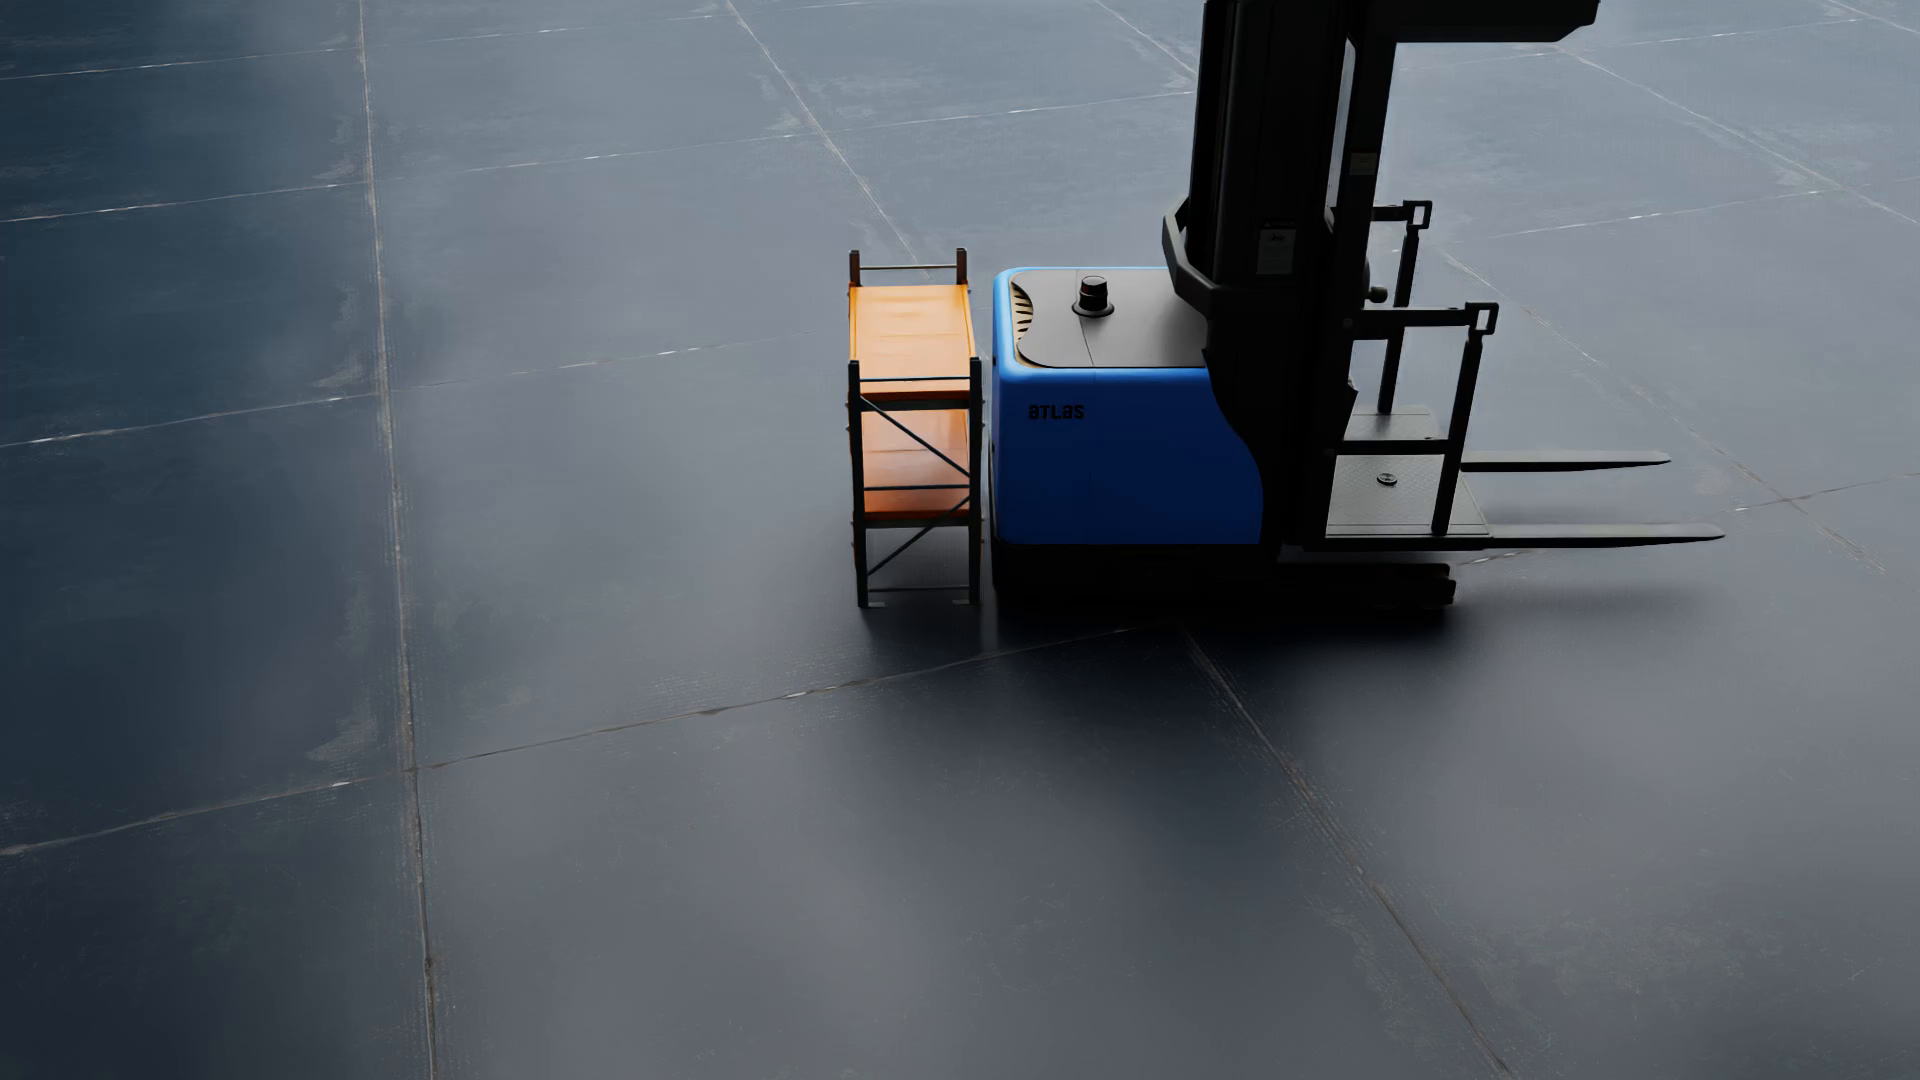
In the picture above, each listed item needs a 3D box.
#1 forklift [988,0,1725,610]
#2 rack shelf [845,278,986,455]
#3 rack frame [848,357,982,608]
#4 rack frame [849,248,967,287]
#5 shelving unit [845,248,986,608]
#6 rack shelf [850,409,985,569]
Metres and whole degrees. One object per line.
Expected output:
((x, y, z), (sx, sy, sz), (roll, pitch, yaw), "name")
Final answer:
((1.647, -1.231, 6.454), (3.031, 2.935, 1.130), (0, 33, 0), "forklift")
((-0.196, -0.728, 6.801), (0.538, 0.278, 1.000), (-2, 33, -2), "rack shelf")
((-0.170, -0.204, 6.539), (0.500, 1.125, 0.032), (-2, 33, -2), "rack frame")
((-0.222, -0.764, 7.386), (0.500, 1.125, 0.032), (-2, 33, -2), "rack frame")
((-0.196, -0.484, 6.962), (0.538, 1.125, 1.048), (-2, 33, -2), "shelving unit")
((-0.196, -0.280, 7.097), (0.538, 0.278, 1.000), (-2, 33, -2), "rack shelf")
